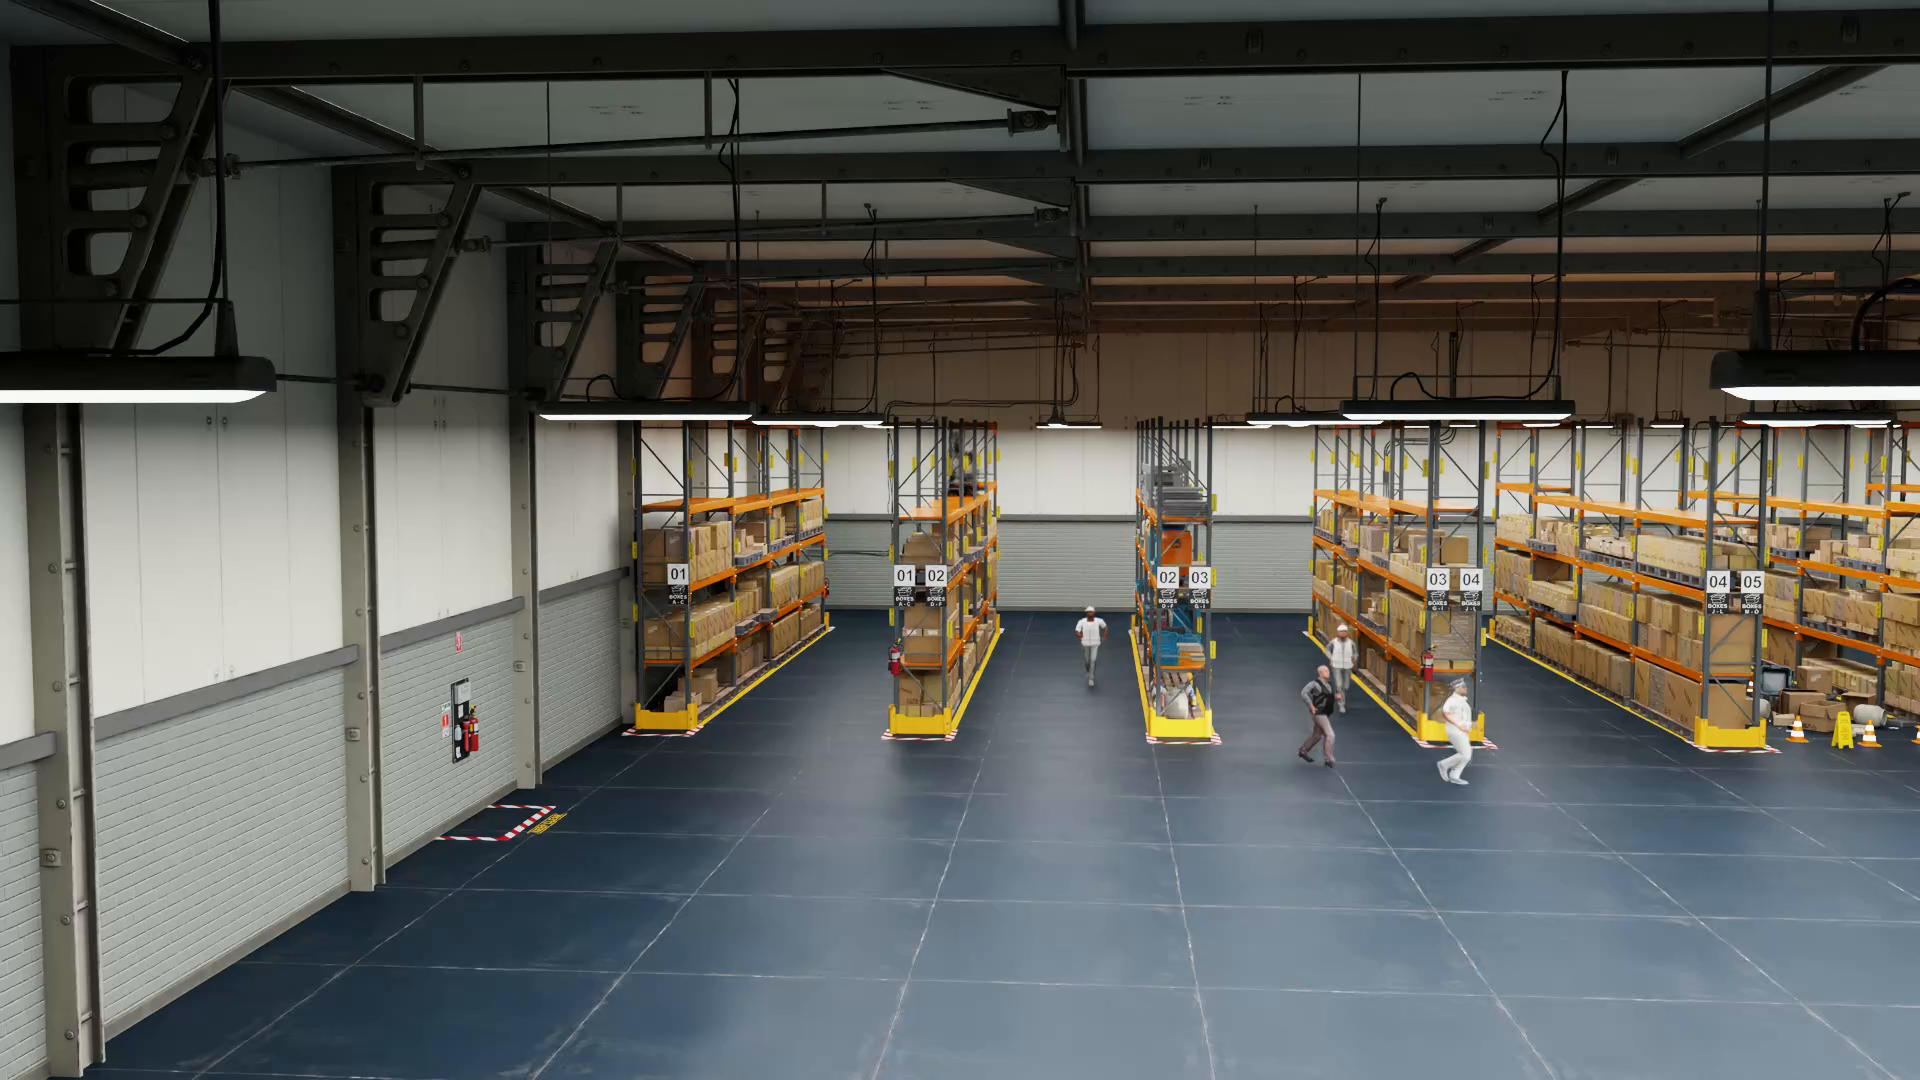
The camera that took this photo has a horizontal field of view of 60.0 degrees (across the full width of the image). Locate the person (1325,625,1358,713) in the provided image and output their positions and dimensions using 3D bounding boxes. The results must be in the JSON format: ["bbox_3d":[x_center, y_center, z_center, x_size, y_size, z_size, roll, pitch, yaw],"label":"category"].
[{"bbox_3d":[7.854,2.621,34.208,0.662,1.772,0.880,0,4,5],"label":"person"}]

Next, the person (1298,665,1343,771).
[{"bbox_3d":[6.158,3.018,28.385,0.804,1.779,0.632,3,5,37],"label":"person"}]

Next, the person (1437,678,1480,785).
[{"bbox_3d":[8.080,3.090,26.952,0.595,1.737,0.644,2,4,32],"label":"person"}]

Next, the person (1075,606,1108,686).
[{"bbox_3d":[2.963,2.371,37.656,0.714,1.744,1.031,1,4,11],"label":"person"}]
